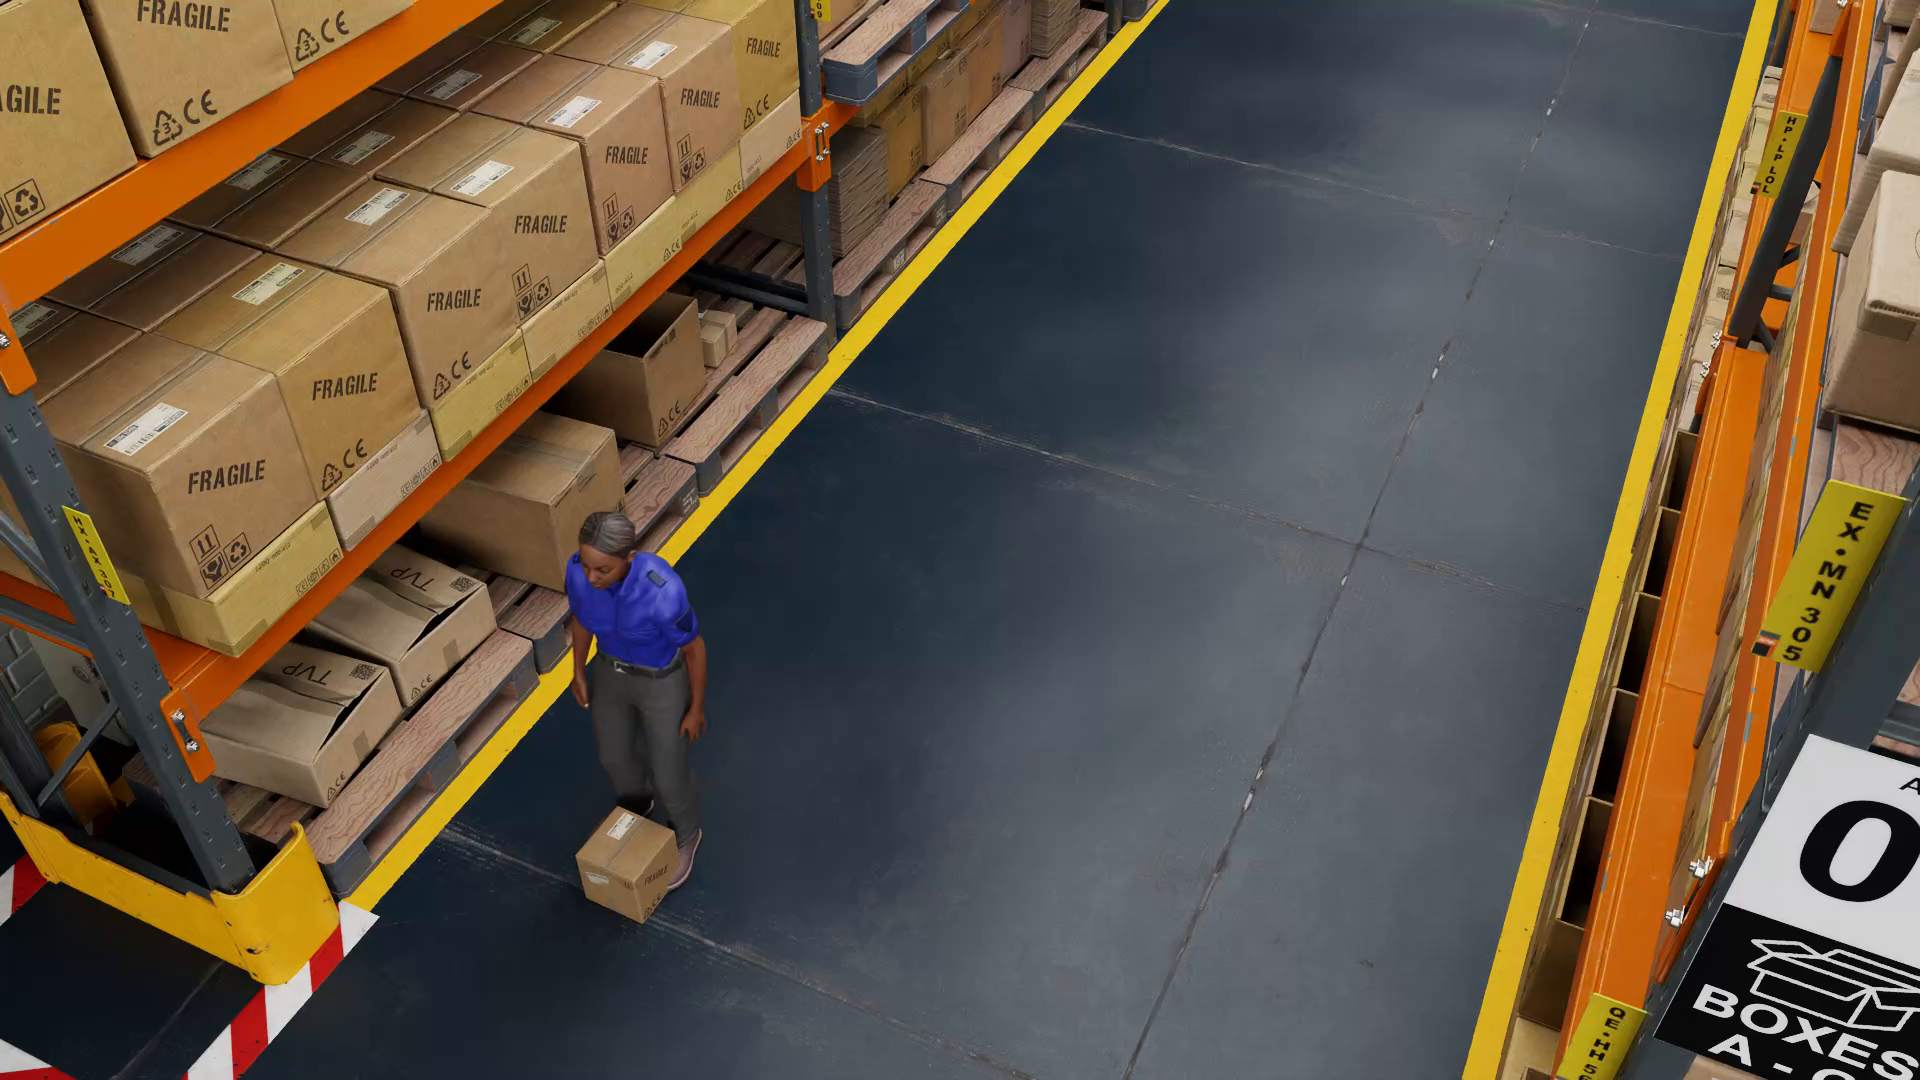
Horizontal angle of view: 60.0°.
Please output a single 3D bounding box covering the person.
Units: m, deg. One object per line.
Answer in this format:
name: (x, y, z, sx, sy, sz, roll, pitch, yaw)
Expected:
person: (-1.097, 0.510, 5.601, 0.529, 1.656, 0.395, 16, 45, 16)
